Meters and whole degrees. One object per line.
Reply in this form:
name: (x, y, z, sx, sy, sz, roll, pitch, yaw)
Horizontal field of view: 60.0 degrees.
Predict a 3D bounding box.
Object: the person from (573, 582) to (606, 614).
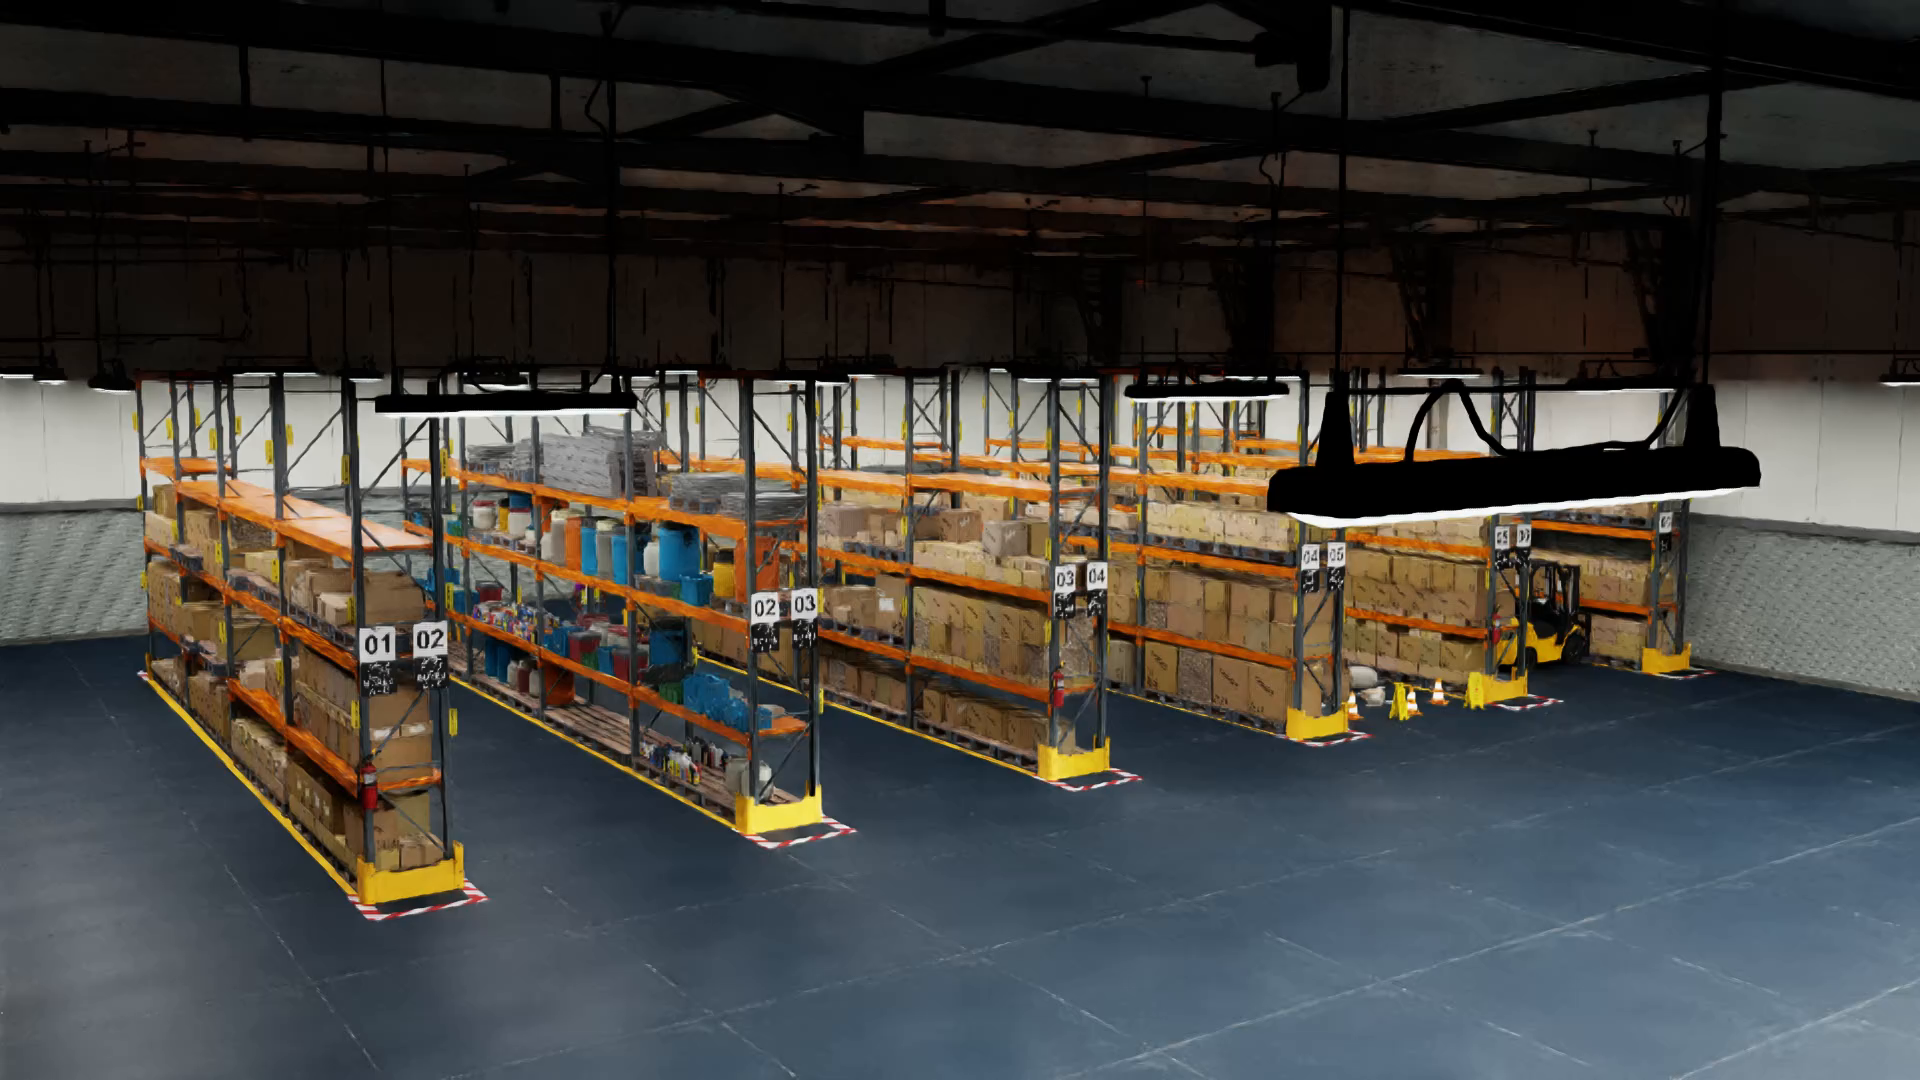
person: (-8.094, 1.380, 36.422, 0.719, 1.714, 0.578, -5, 8, -35)
